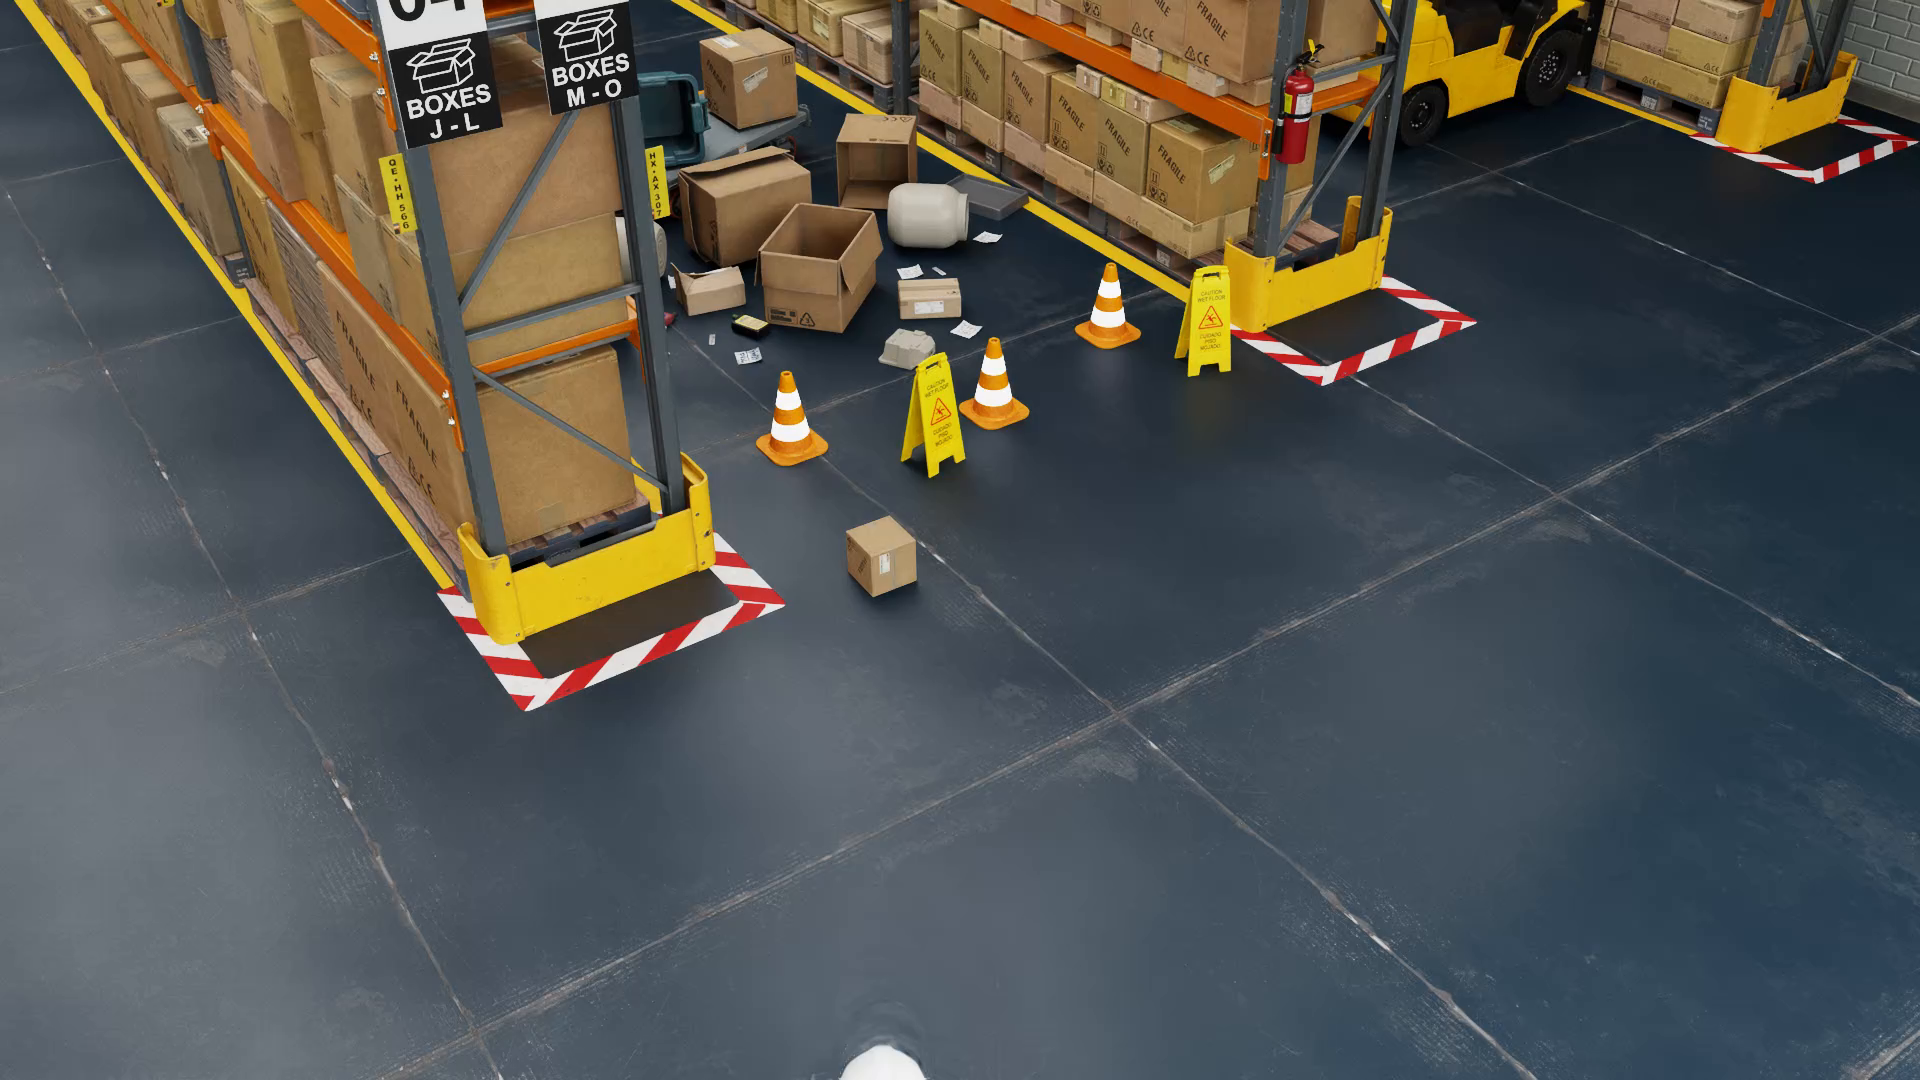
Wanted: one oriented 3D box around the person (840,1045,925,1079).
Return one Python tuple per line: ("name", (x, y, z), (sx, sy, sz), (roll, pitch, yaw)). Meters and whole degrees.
("person", (-0.190, 1.946, 4.267), (0.559, 1.764, 0.498), (4, 36, 5))
